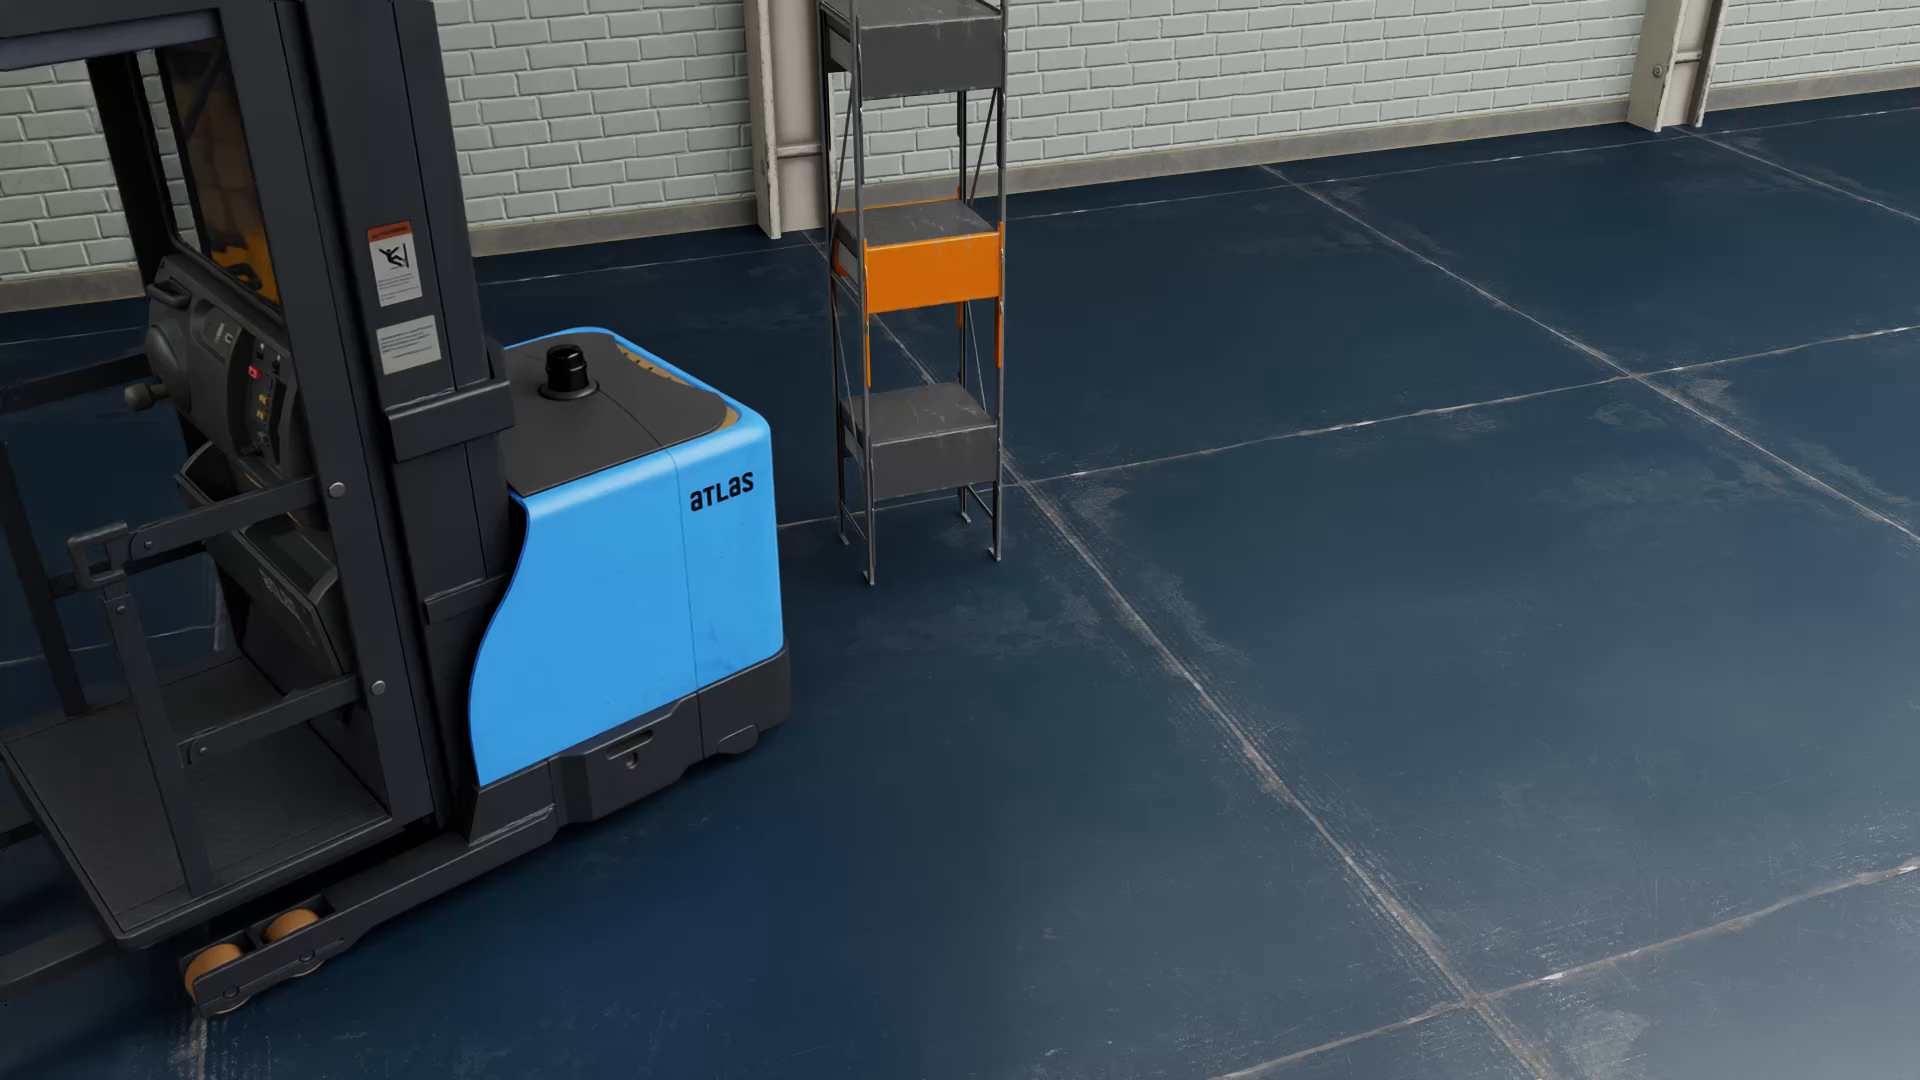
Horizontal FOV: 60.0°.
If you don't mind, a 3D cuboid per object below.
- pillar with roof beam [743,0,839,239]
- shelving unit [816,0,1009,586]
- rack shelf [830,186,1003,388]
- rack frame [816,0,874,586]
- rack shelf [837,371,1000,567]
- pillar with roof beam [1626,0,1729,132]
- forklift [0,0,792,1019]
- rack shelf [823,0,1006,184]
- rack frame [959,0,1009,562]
[{"bbox_3d":[0.592,-3.675,3.611,0.400,9.000,9.100,-10,31,-18],"label":"pillar with roof beam"},{"bbox_3d":[-0.155,-0.884,5.680,0.503,2.100,0.431,-10,31,-18],"label":"shelving unit"},{"bbox_3d":[-0.155,-0.872,5.687,0.480,0.518,0.431,-10,31,-18],"label":"rack shelf"},{"bbox_3d":[-0.384,-0.842,5.606,0.015,2.100,0.400,-10,31,-18],"label":"rack frame"},{"bbox_3d":[-0.155,-0.264,6.033,0.480,0.518,0.431,-10,31,-18],"label":"rack shelf"},{"bbox_3d":[6.215,-4.711,5.428,0.400,9.000,9.100,-10,31,-18],"label":"pillar with roof beam"},{"bbox_3d":[-1.964,-0.382,3.960,3.031,2.935,1.130,-23,37,-35],"label":"forklift"},{"bbox_3d":[-0.155,-1.480,5.340,0.480,0.518,0.431,-10,31,-18],"label":"rack shelf"},{"bbox_3d":[0.074,-0.926,5.754,0.015,2.100,0.400,-10,31,-18],"label":"rack frame"}]
